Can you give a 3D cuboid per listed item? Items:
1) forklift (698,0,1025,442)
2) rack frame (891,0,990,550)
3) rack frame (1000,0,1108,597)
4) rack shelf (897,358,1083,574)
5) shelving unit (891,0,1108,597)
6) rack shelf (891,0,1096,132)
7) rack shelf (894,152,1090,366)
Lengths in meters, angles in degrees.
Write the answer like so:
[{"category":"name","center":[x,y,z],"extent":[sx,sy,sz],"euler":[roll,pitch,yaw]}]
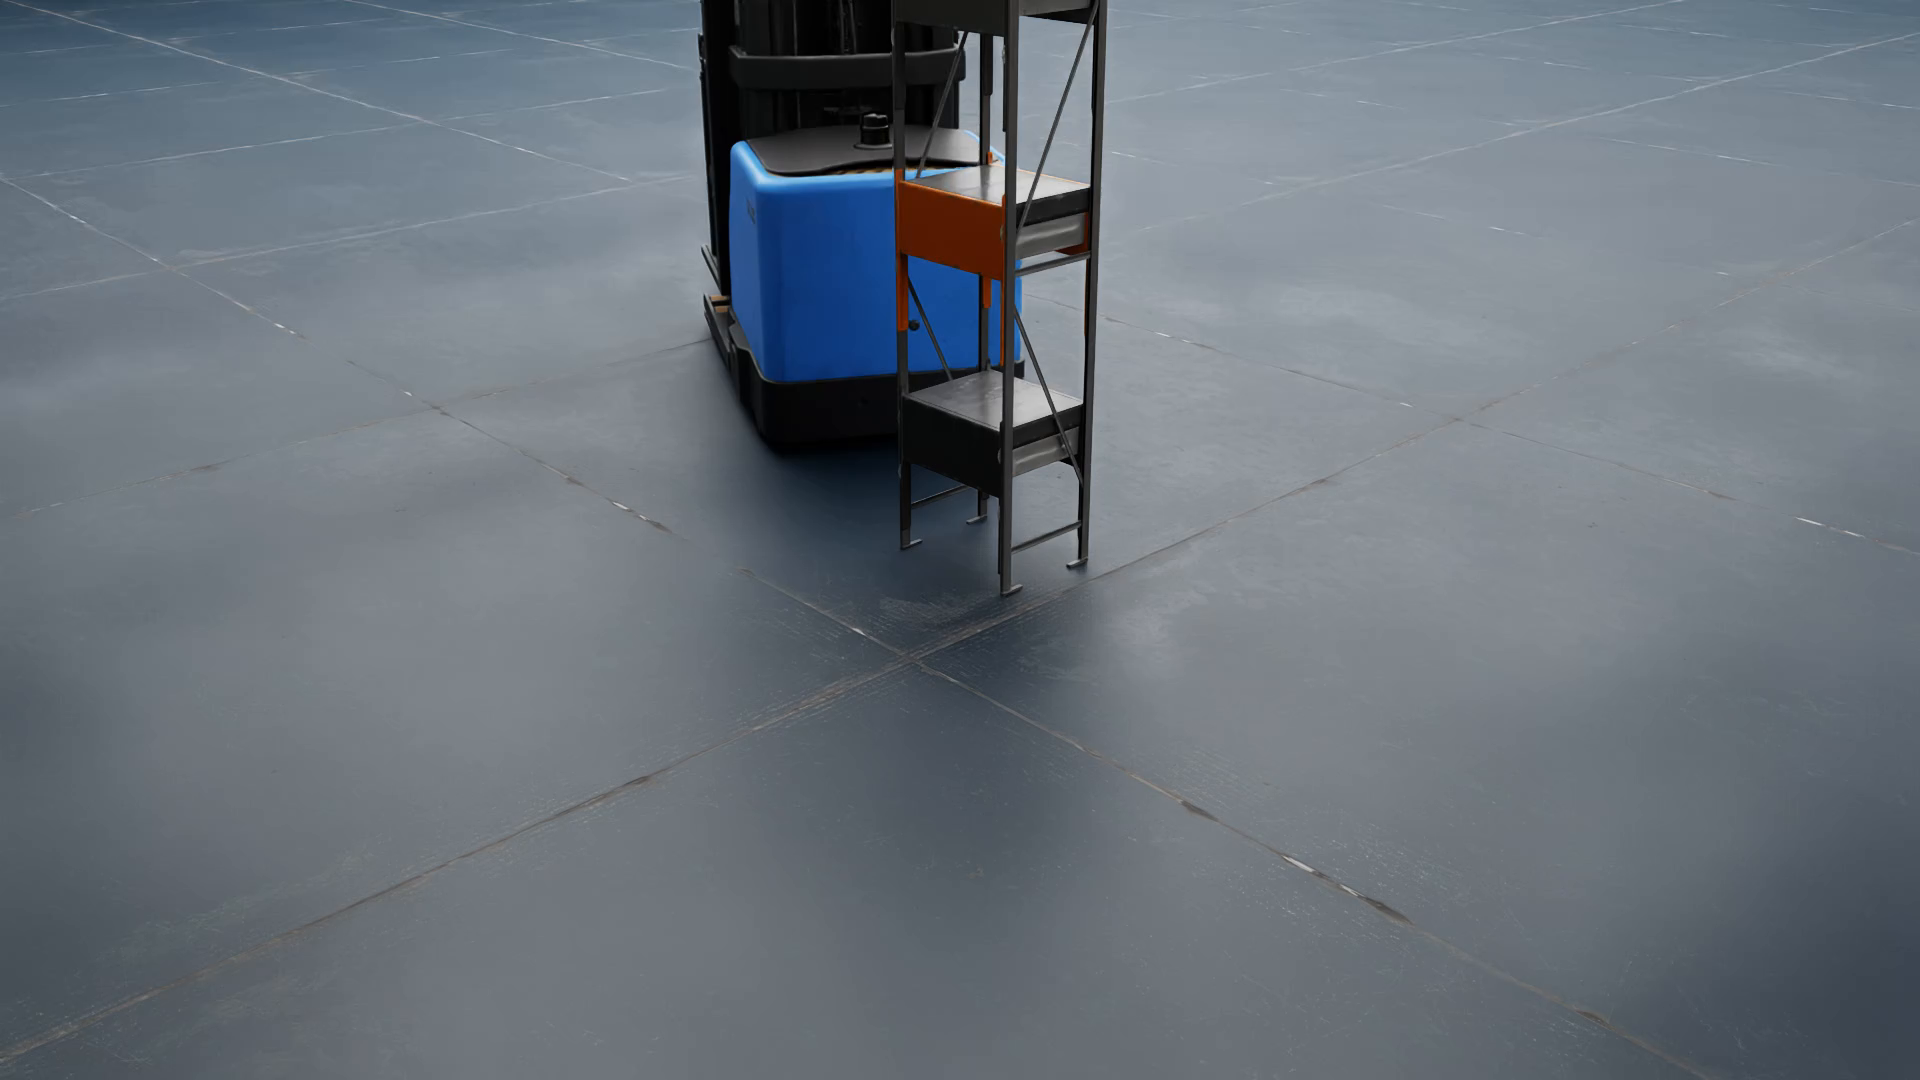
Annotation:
[{"category":"forklift","center":[-0.604,-2.296,7.252],"extent":[1.130,2.935,3.031],"euler":[-6,25,-13]},{"category":"rack frame","center":[-0.054,-0.979,5.366],"extent":[0.400,2.100,0.015],"euler":[-21,32,-38]},{"category":"rack frame","center":[0.280,-0.831,5.042],"extent":[0.400,2.100,0.015],"euler":[-21,32,-38]},{"category":"rack shelf","center":[0.113,-0.256,5.500],"extent":[0.431,0.518,0.480],"euler":[-21,32,-38]},{"category":"shelving unit","center":[0.113,-0.905,5.204],"extent":[0.431,2.100,0.503],"euler":[-21,32,-38]},{"category":"rack shelf","center":[0.113,-1.530,4.919],"extent":[0.431,0.518,0.480],"euler":[-21,32,-38]},{"category":"rack shelf","center":[0.113,-0.893,5.210],"extent":[0.431,0.518,0.480],"euler":[-21,32,-38]}]
